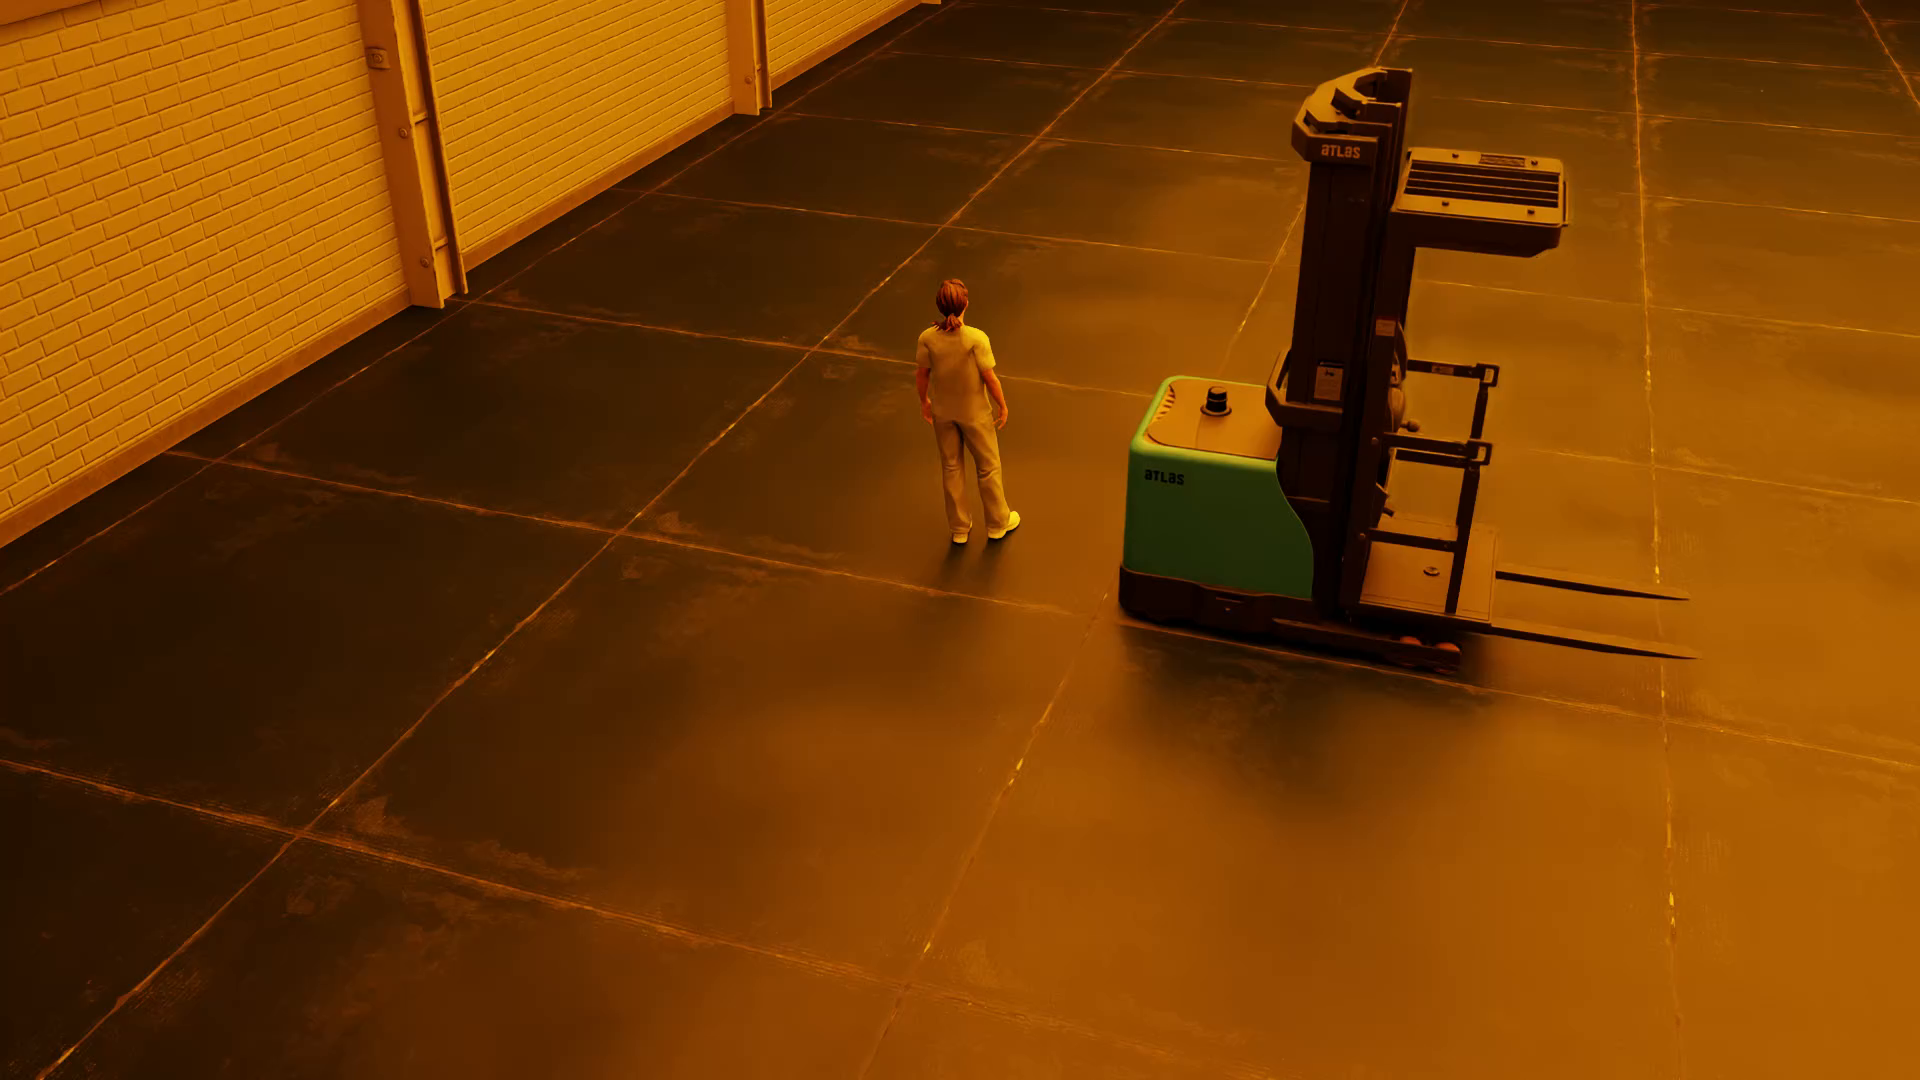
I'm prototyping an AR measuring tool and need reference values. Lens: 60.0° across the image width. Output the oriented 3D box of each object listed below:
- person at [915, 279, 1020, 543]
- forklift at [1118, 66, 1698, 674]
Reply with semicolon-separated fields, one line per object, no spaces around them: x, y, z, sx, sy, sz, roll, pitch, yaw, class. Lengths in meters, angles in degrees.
0.037;-0.766;9.734;0.549;1.675;0.549;10;31;16;person
2.465;-0.856;8.637;3.031;2.935;1.130;9;31;15;forklift
